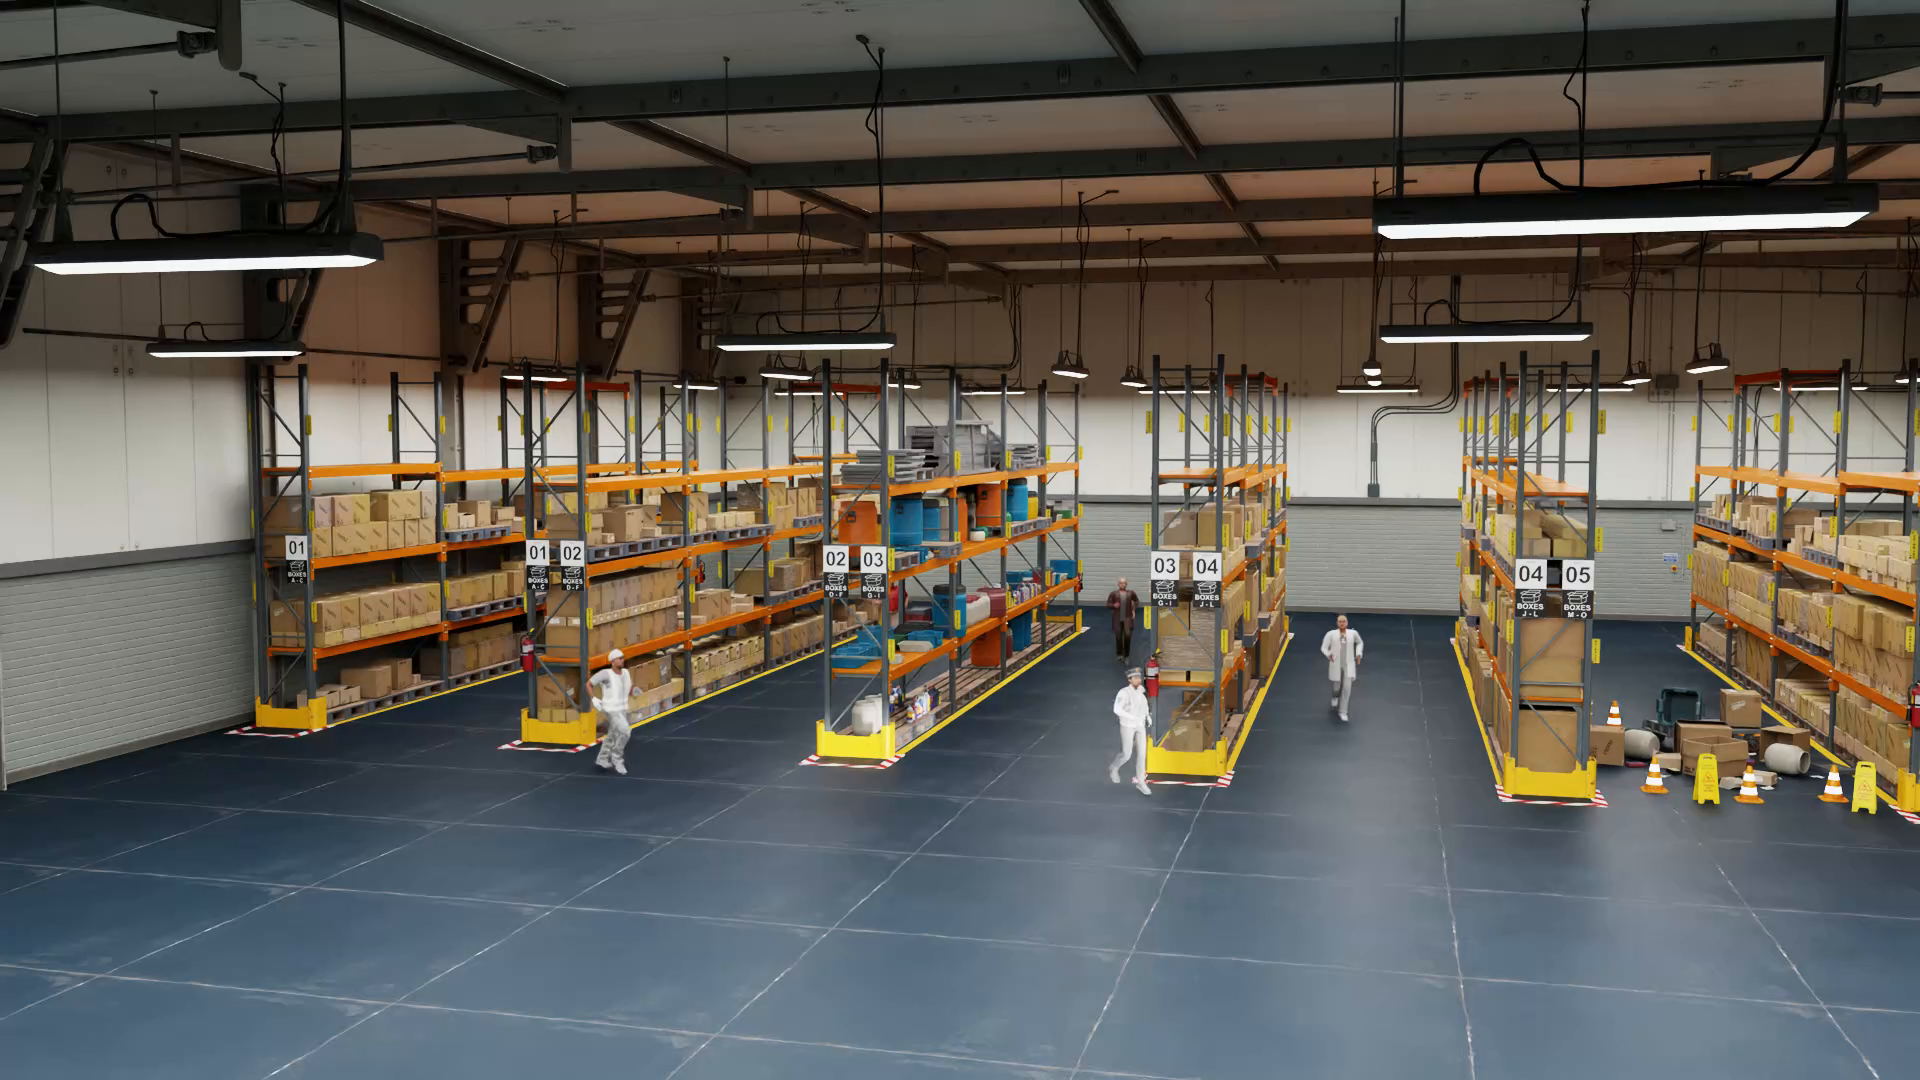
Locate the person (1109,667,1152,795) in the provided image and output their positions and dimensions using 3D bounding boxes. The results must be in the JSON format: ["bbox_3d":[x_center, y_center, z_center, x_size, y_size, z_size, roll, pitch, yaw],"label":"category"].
[{"bbox_3d":[2.367,2.587,22.860,0.638,1.709,0.818,-2,4,-28],"label":"person"}]

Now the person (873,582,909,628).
[{"bbox_3d":[-1.398,1.567,32.933,0.657,1.770,0.900,1,4,18],"label":"person"}]

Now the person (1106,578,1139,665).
[{"bbox_3d":[3.412,1.712,34.907,0.681,1.826,0.776,0,4,6],"label":"person"}]

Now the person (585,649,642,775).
[{"bbox_3d":[-4.957,2.465,23.884,0.823,1.791,0.697,2,4,26],"label":"person"}]

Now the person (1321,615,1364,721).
[{"bbox_3d":[6.574,2.173,28.567,0.724,1.762,0.956,1,4,8],"label":"person"}]
